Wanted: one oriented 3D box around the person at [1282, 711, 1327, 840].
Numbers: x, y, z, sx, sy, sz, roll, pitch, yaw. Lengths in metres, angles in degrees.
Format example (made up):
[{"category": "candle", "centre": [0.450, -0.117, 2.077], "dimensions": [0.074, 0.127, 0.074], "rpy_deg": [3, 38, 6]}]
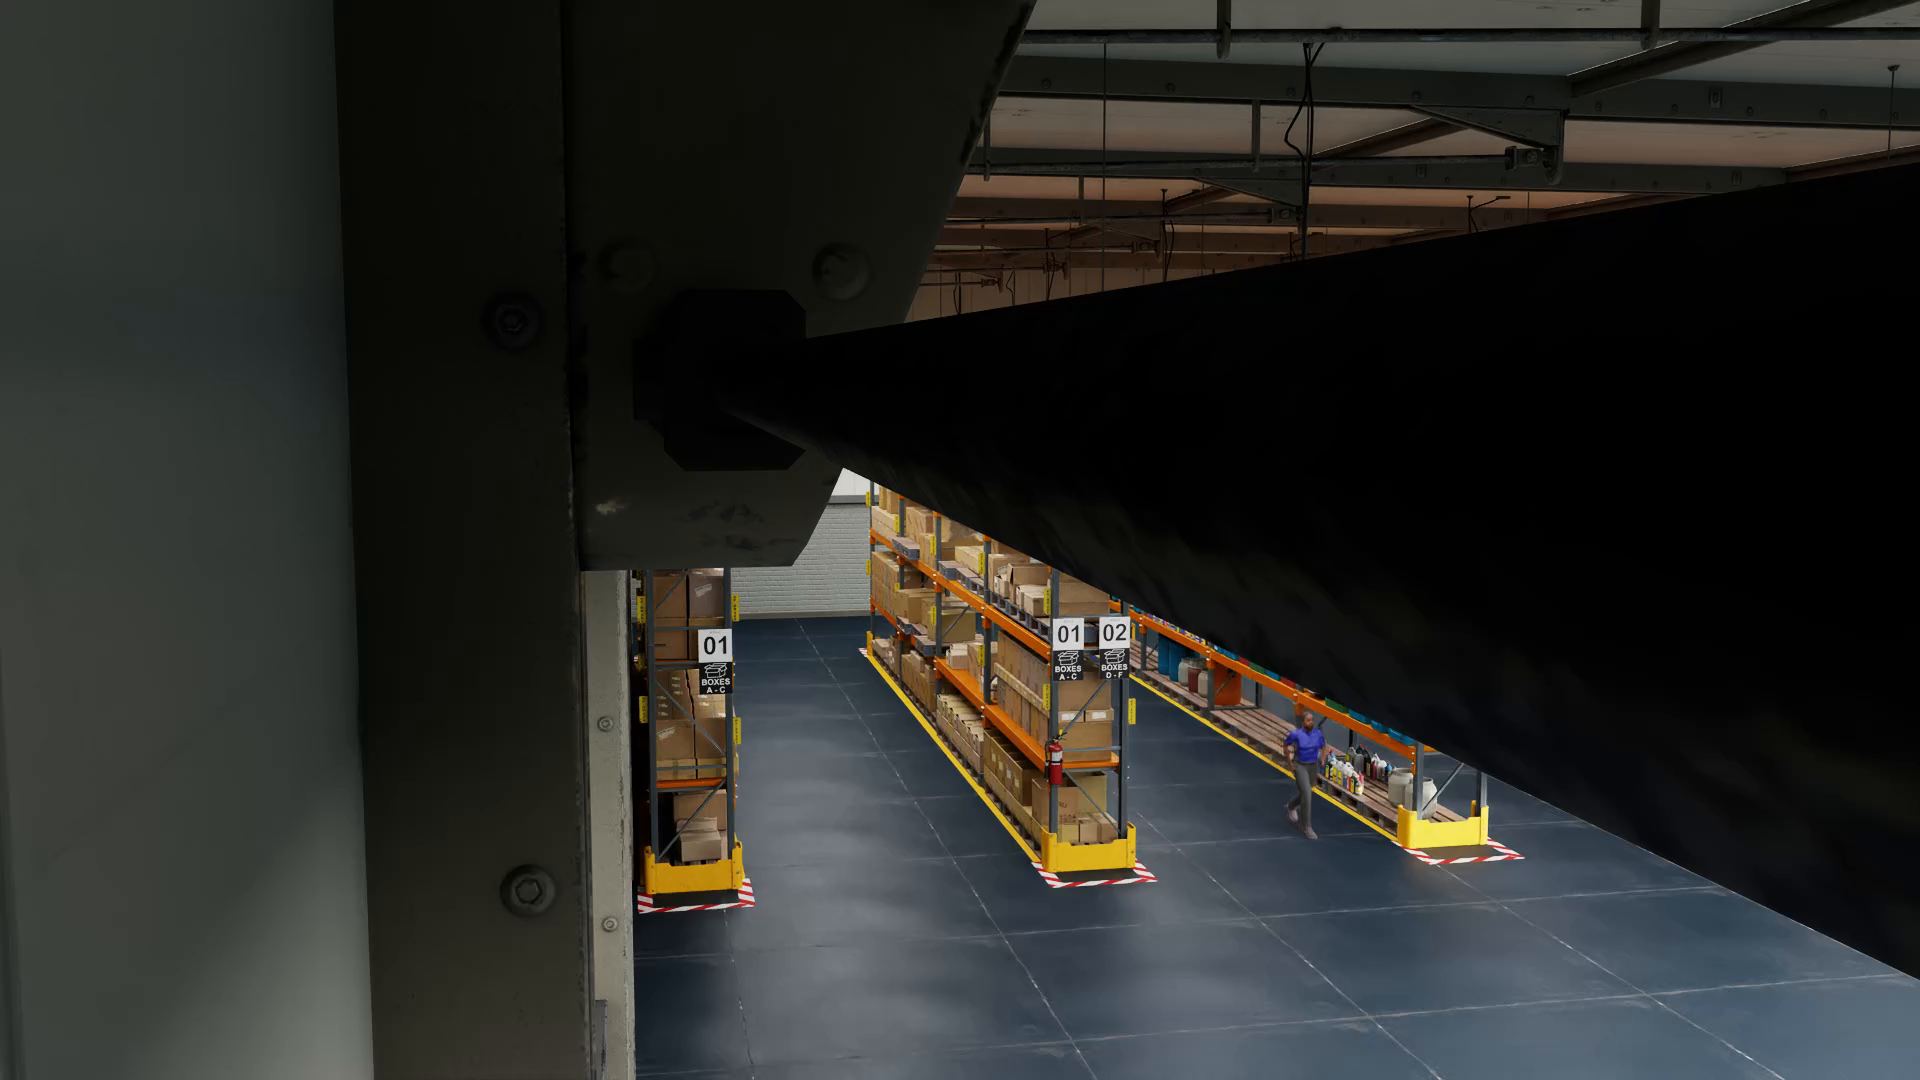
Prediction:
[{"category": "person", "centre": [4.689, 3.142, 22.651], "dimensions": [0.571, 1.686, 0.855], "rpy_deg": [-2, 6, -19]}]
